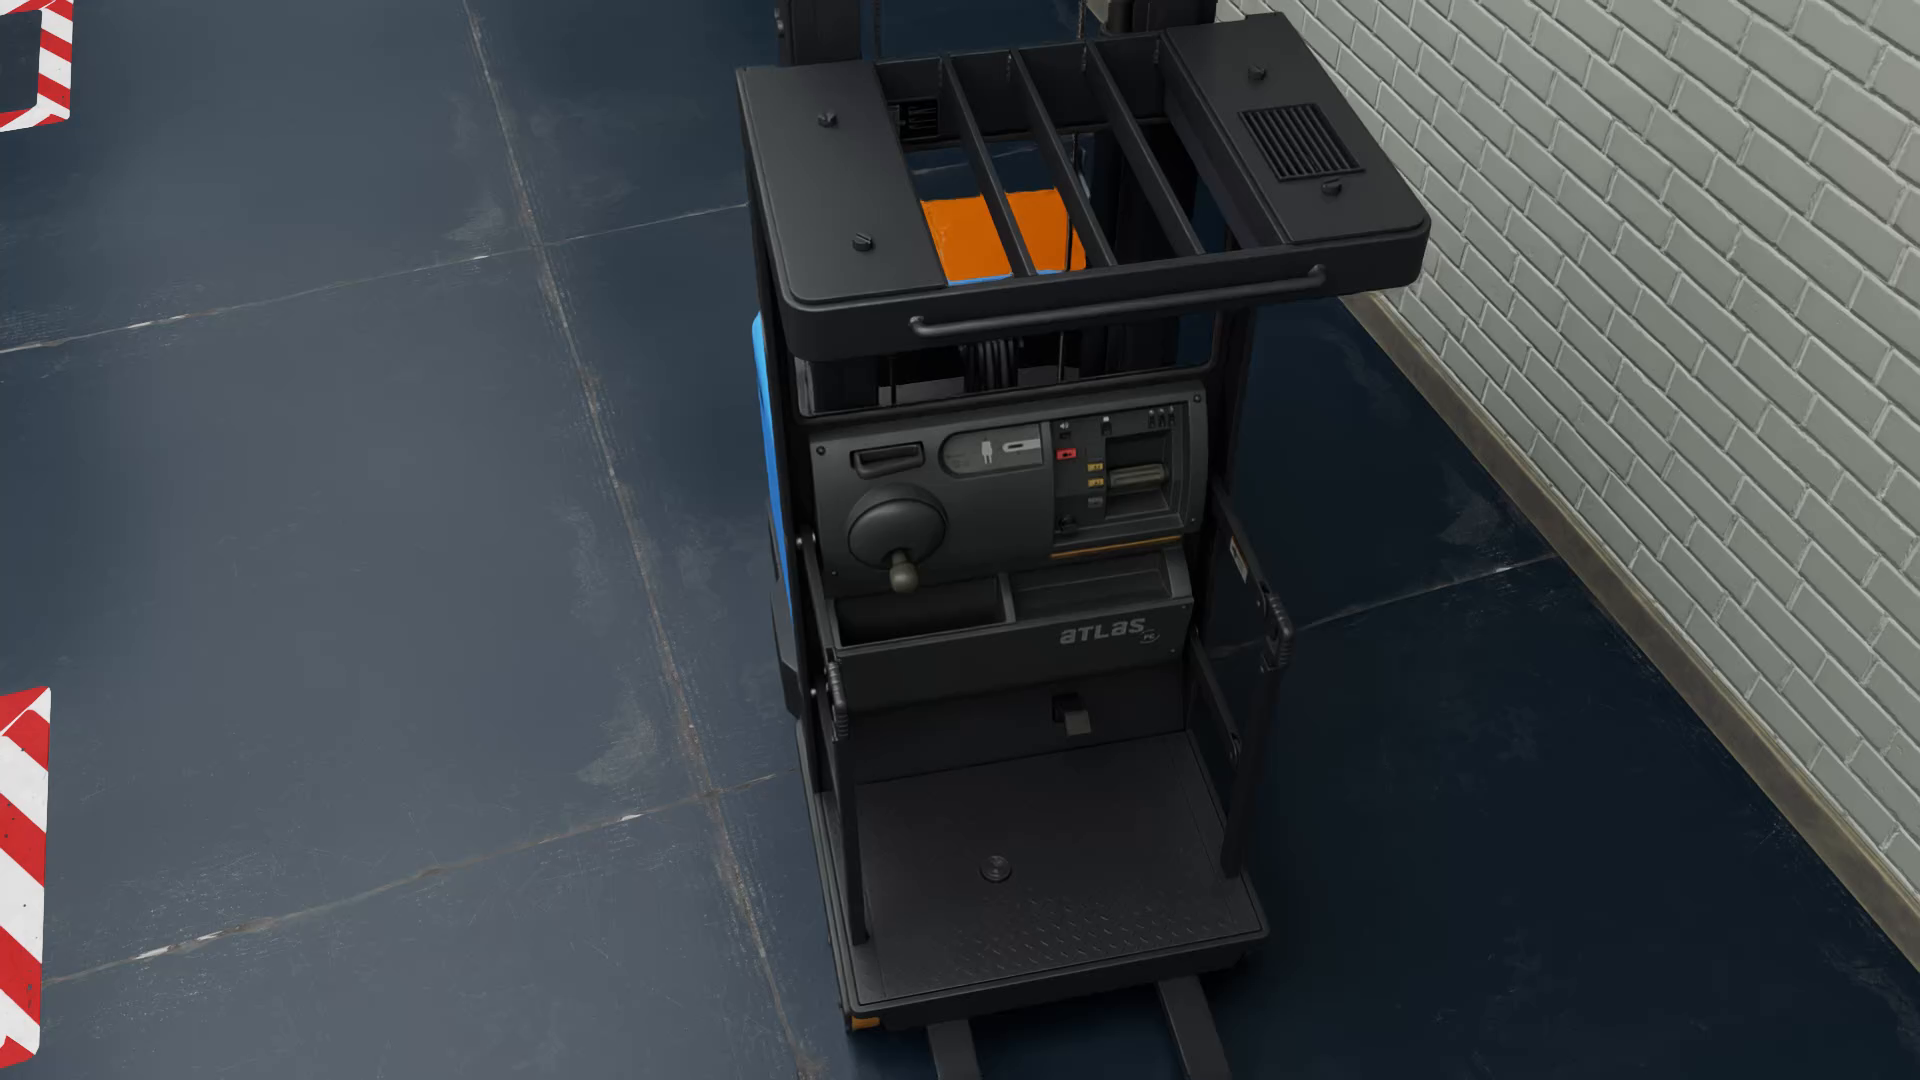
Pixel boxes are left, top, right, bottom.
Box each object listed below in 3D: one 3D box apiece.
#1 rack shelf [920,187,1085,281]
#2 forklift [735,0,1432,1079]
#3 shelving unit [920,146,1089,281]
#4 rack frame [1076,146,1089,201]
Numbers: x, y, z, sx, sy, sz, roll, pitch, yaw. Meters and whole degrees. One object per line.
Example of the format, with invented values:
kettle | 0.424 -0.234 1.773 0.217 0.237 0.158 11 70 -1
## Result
rack shelf | -0.071 -0.866 5.405 1.000 0.278 0.538 -7 45 -7
forklift | 0.169 -0.027 3.707 1.130 2.935 3.031 -8 46 -8
shelving unit | -0.071 -0.659 5.612 1.048 1.125 0.538 -7 45 -7
rack frame | 0.430 -0.719 5.673 0.032 1.125 0.500 -7 45 -7
